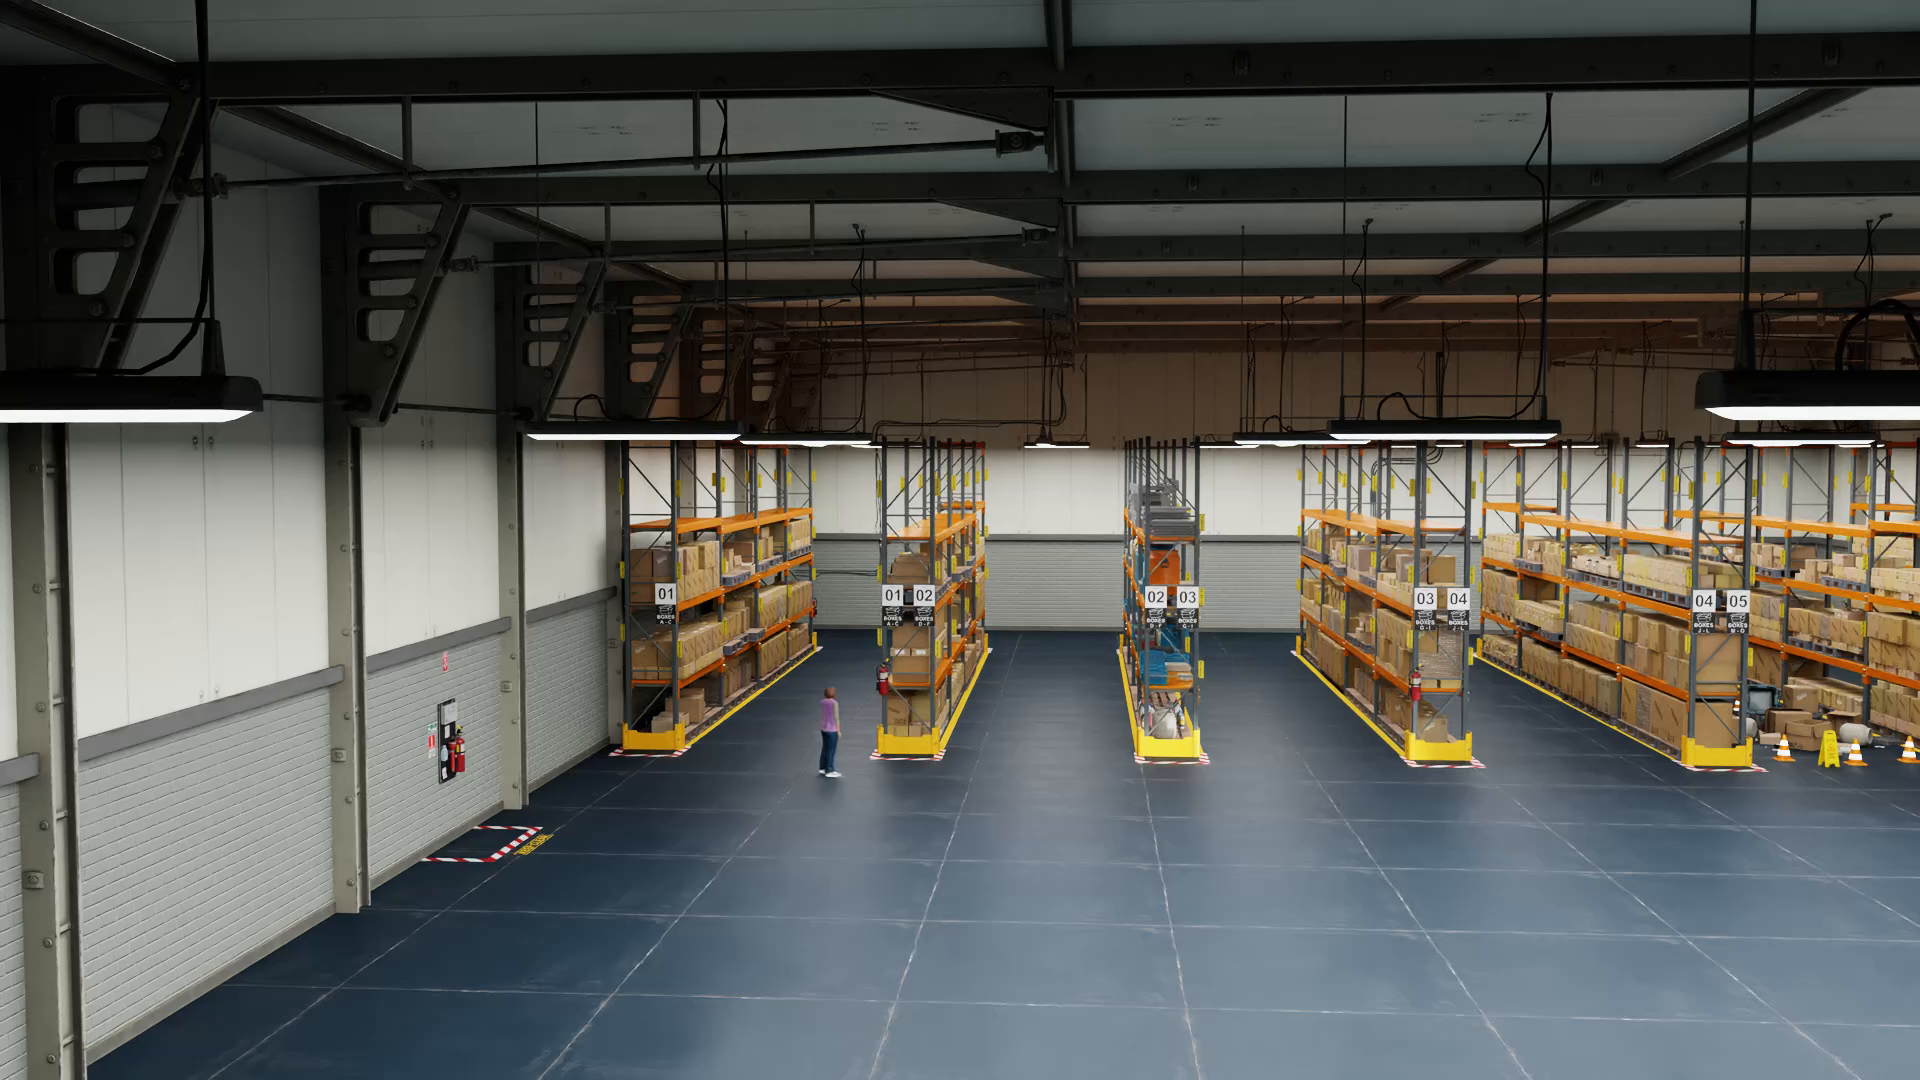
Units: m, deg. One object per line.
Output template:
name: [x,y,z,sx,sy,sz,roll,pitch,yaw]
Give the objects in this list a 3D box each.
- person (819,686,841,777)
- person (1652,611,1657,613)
person: [-2.296,3.362,29.311,0.355,1.609,0.550,-2,4,-37]
person: [17.575,2.644,42.121,0.522,1.688,0.654,-1,3,-15]
